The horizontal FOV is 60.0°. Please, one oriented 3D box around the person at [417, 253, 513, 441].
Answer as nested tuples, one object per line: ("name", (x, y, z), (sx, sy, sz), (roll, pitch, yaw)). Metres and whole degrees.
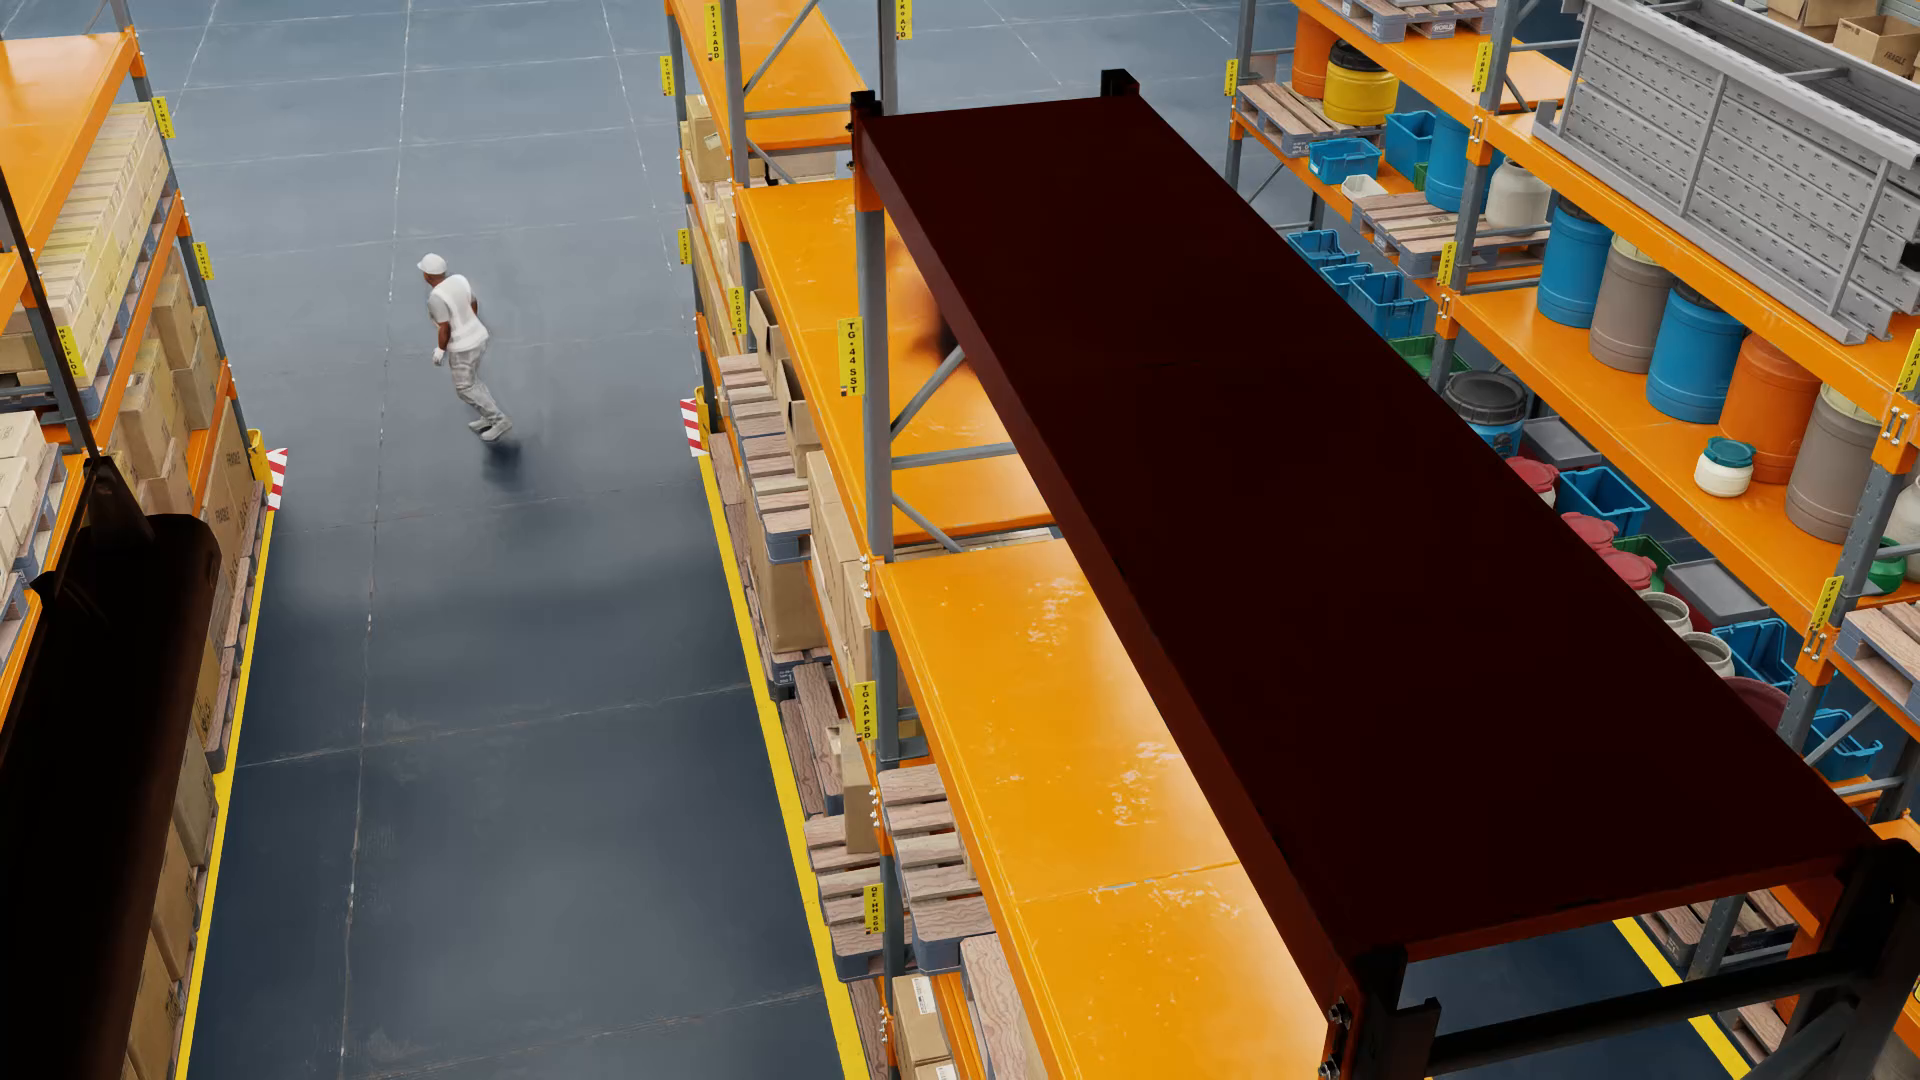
("person", (-4.481, -1.779, 15.190), (0.794, 1.707, 0.657), (8, 35, 11))
